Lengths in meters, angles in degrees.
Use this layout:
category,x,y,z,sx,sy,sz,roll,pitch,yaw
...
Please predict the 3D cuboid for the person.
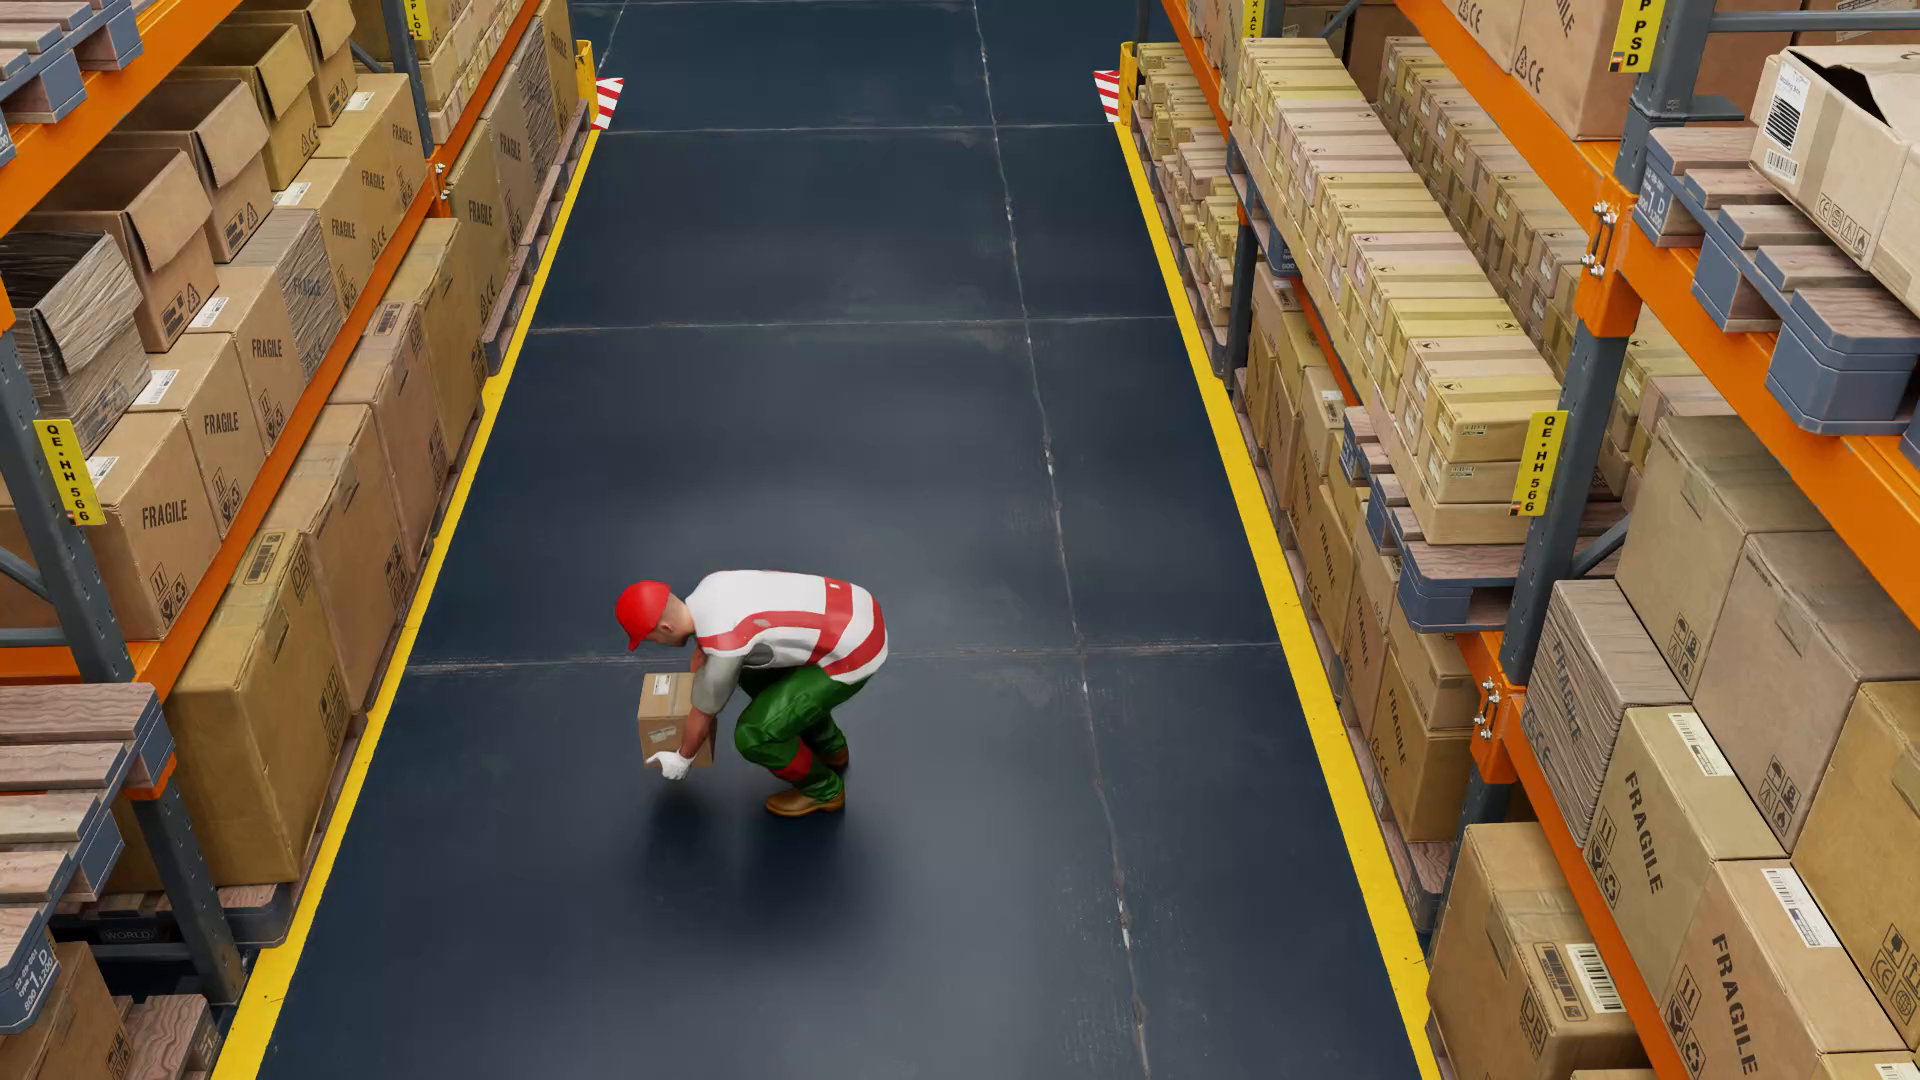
category,x,y,z,sx,sy,sz,roll,pitch,yaw
person,-0.730,0.532,6.066,0.946,0.985,0.535,-3,35,-4
